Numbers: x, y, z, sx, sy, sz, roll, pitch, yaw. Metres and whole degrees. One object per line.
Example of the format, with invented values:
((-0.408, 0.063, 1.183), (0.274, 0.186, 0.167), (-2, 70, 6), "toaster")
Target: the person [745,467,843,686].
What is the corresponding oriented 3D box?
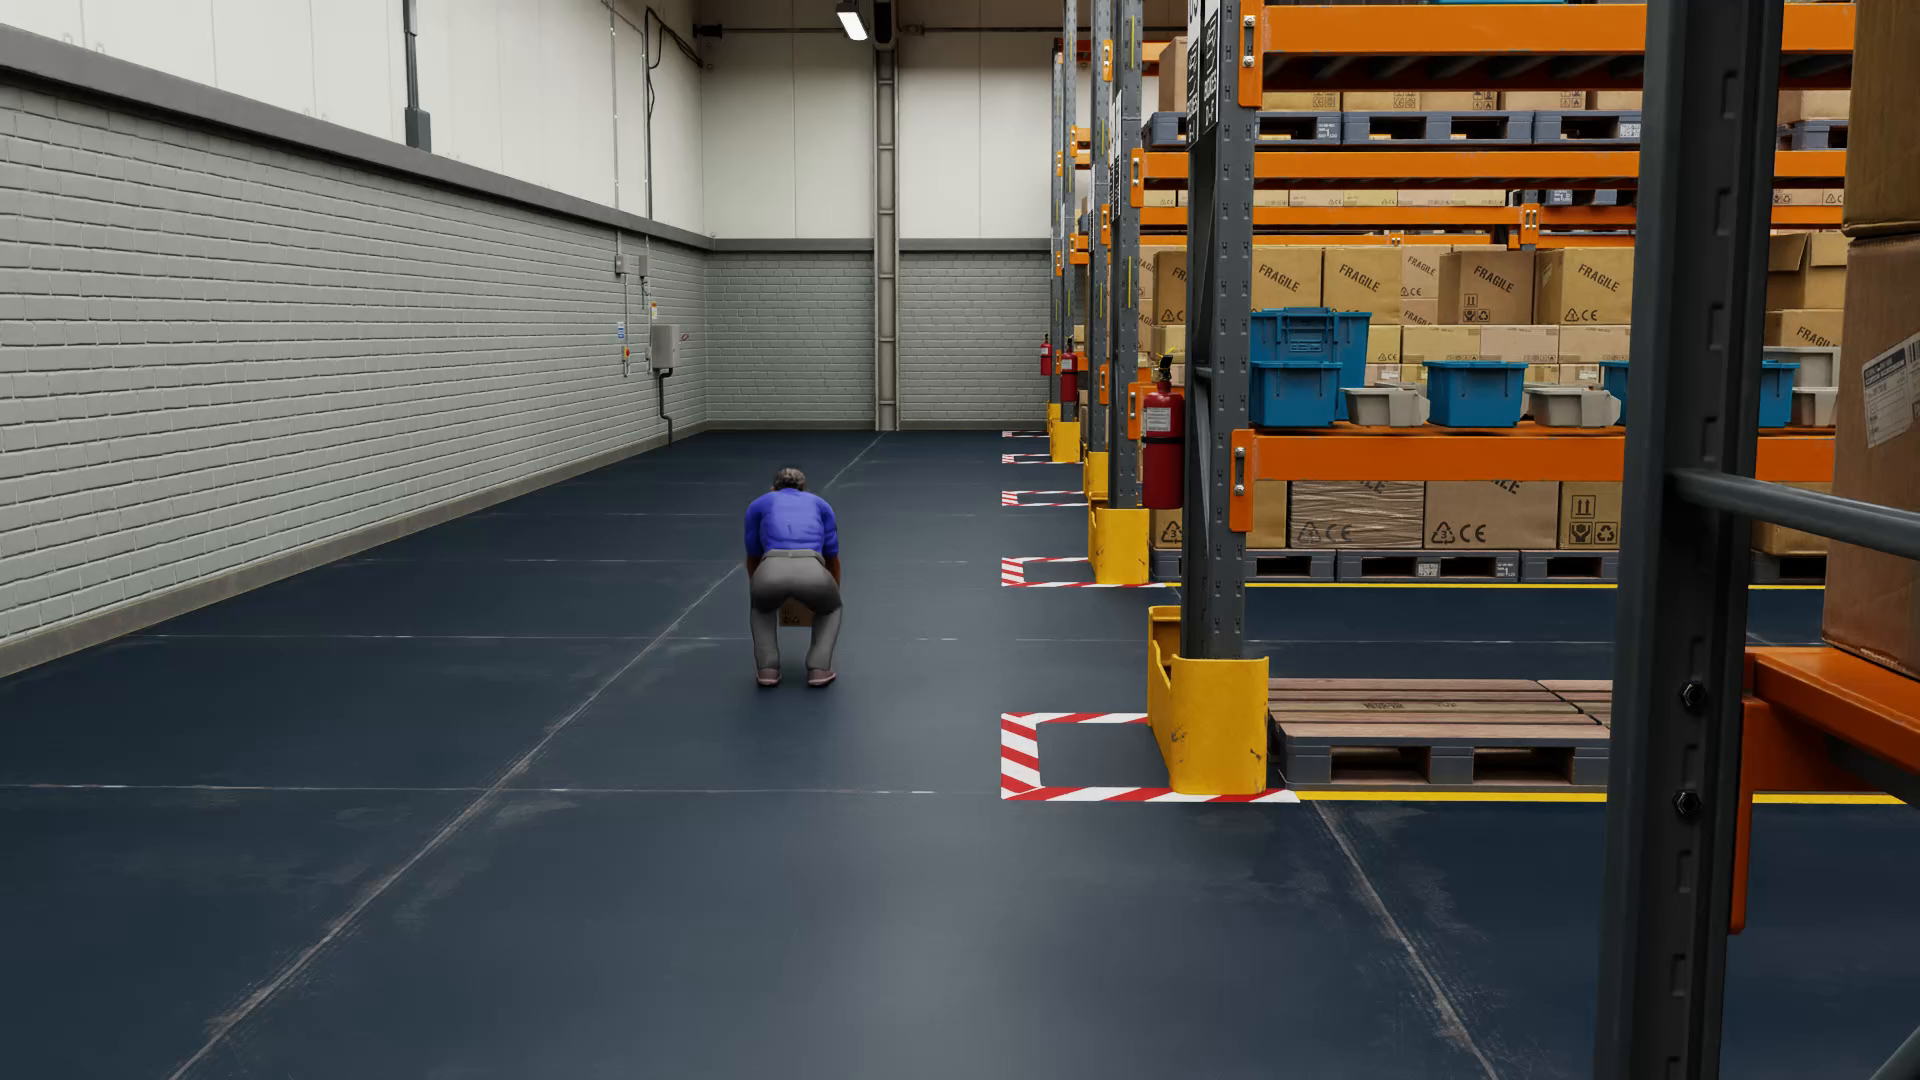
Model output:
((-0.814, 0.173, 8.029), (0.484, 1.006, 0.786), (0, 7, 1), "person")
